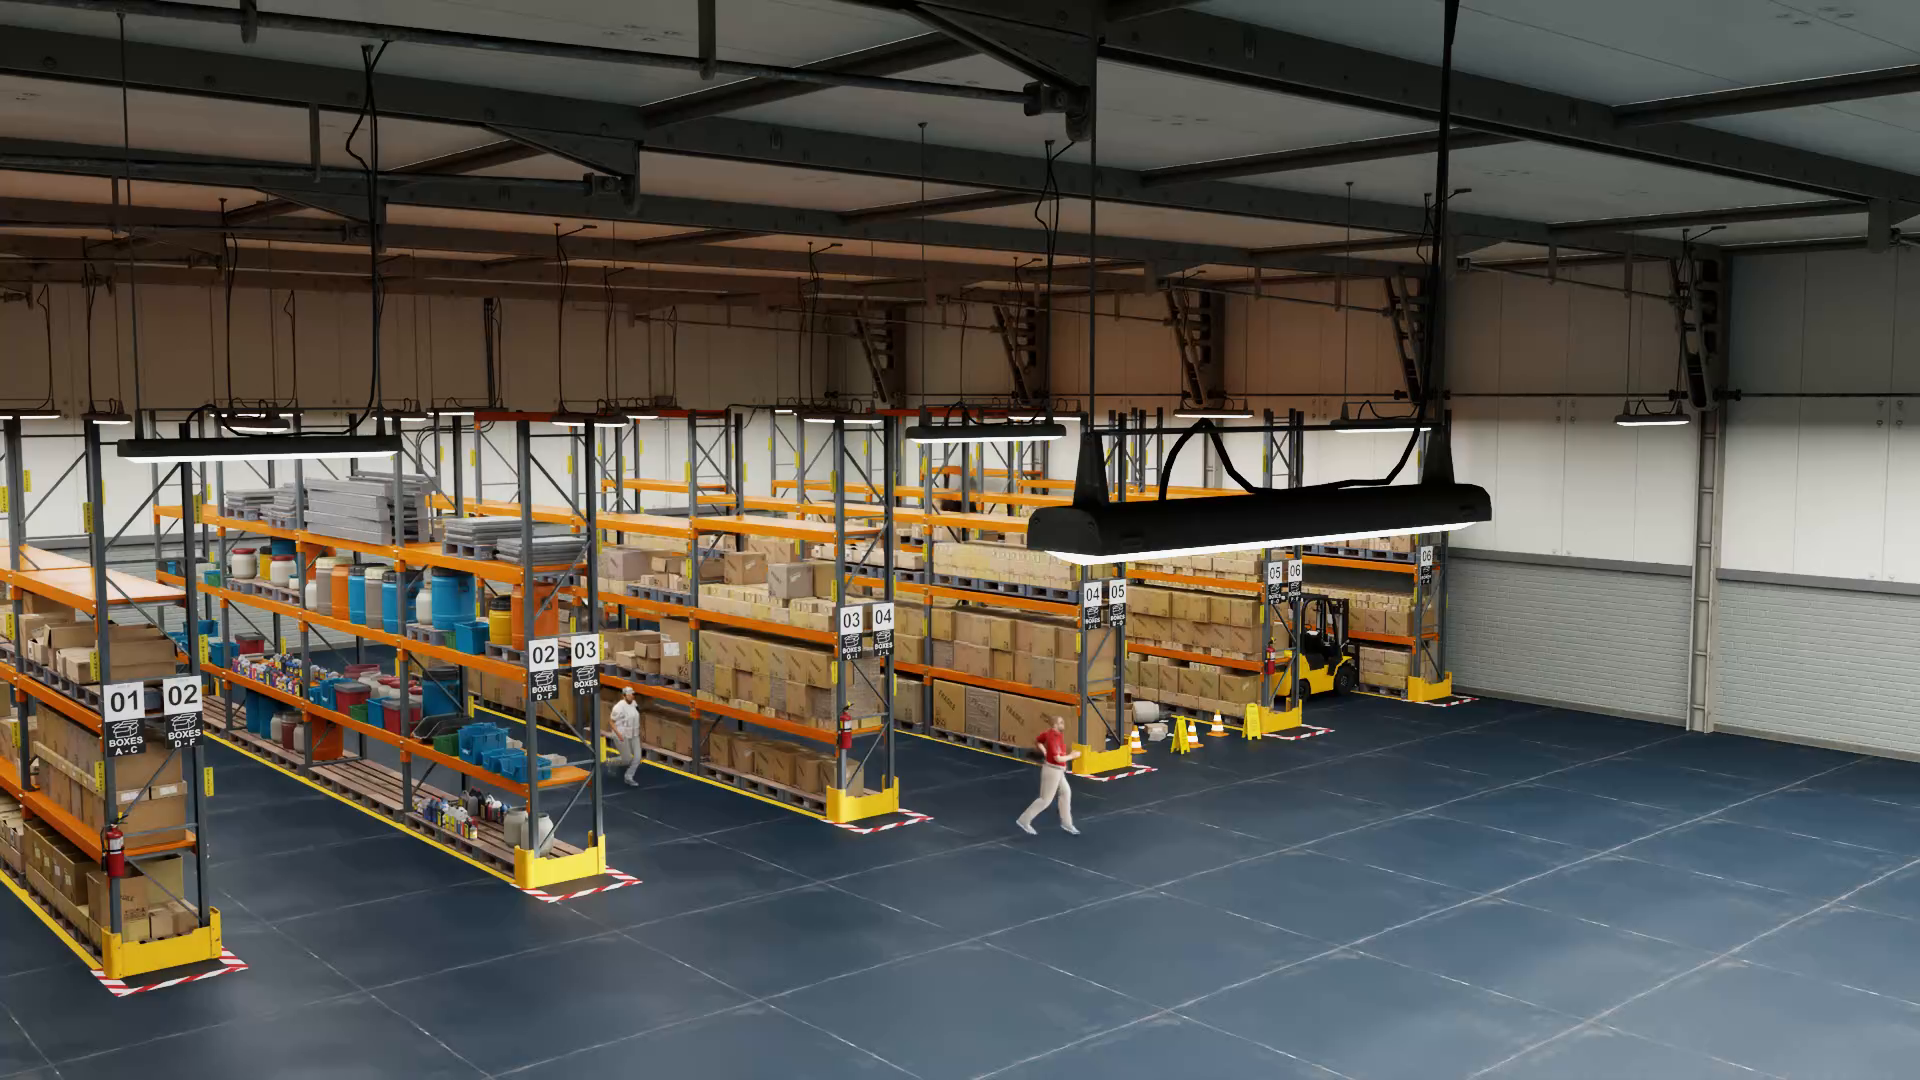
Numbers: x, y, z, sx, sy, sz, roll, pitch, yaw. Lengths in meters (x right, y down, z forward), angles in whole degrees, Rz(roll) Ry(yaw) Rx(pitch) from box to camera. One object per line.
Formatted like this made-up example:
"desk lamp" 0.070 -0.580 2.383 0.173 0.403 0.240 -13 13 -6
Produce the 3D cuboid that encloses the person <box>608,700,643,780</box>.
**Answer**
"person" -5.420 3.239 26.975 0.516 1.321 0.454 4 6 39

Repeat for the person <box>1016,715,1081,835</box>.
"person" 1.272 3.386 23.814 0.948 1.776 0.671 0 5 -1

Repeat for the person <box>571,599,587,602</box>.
"person" -9.375 1.604 40.541 0.504 0.895 0.471 -3 6 -29
